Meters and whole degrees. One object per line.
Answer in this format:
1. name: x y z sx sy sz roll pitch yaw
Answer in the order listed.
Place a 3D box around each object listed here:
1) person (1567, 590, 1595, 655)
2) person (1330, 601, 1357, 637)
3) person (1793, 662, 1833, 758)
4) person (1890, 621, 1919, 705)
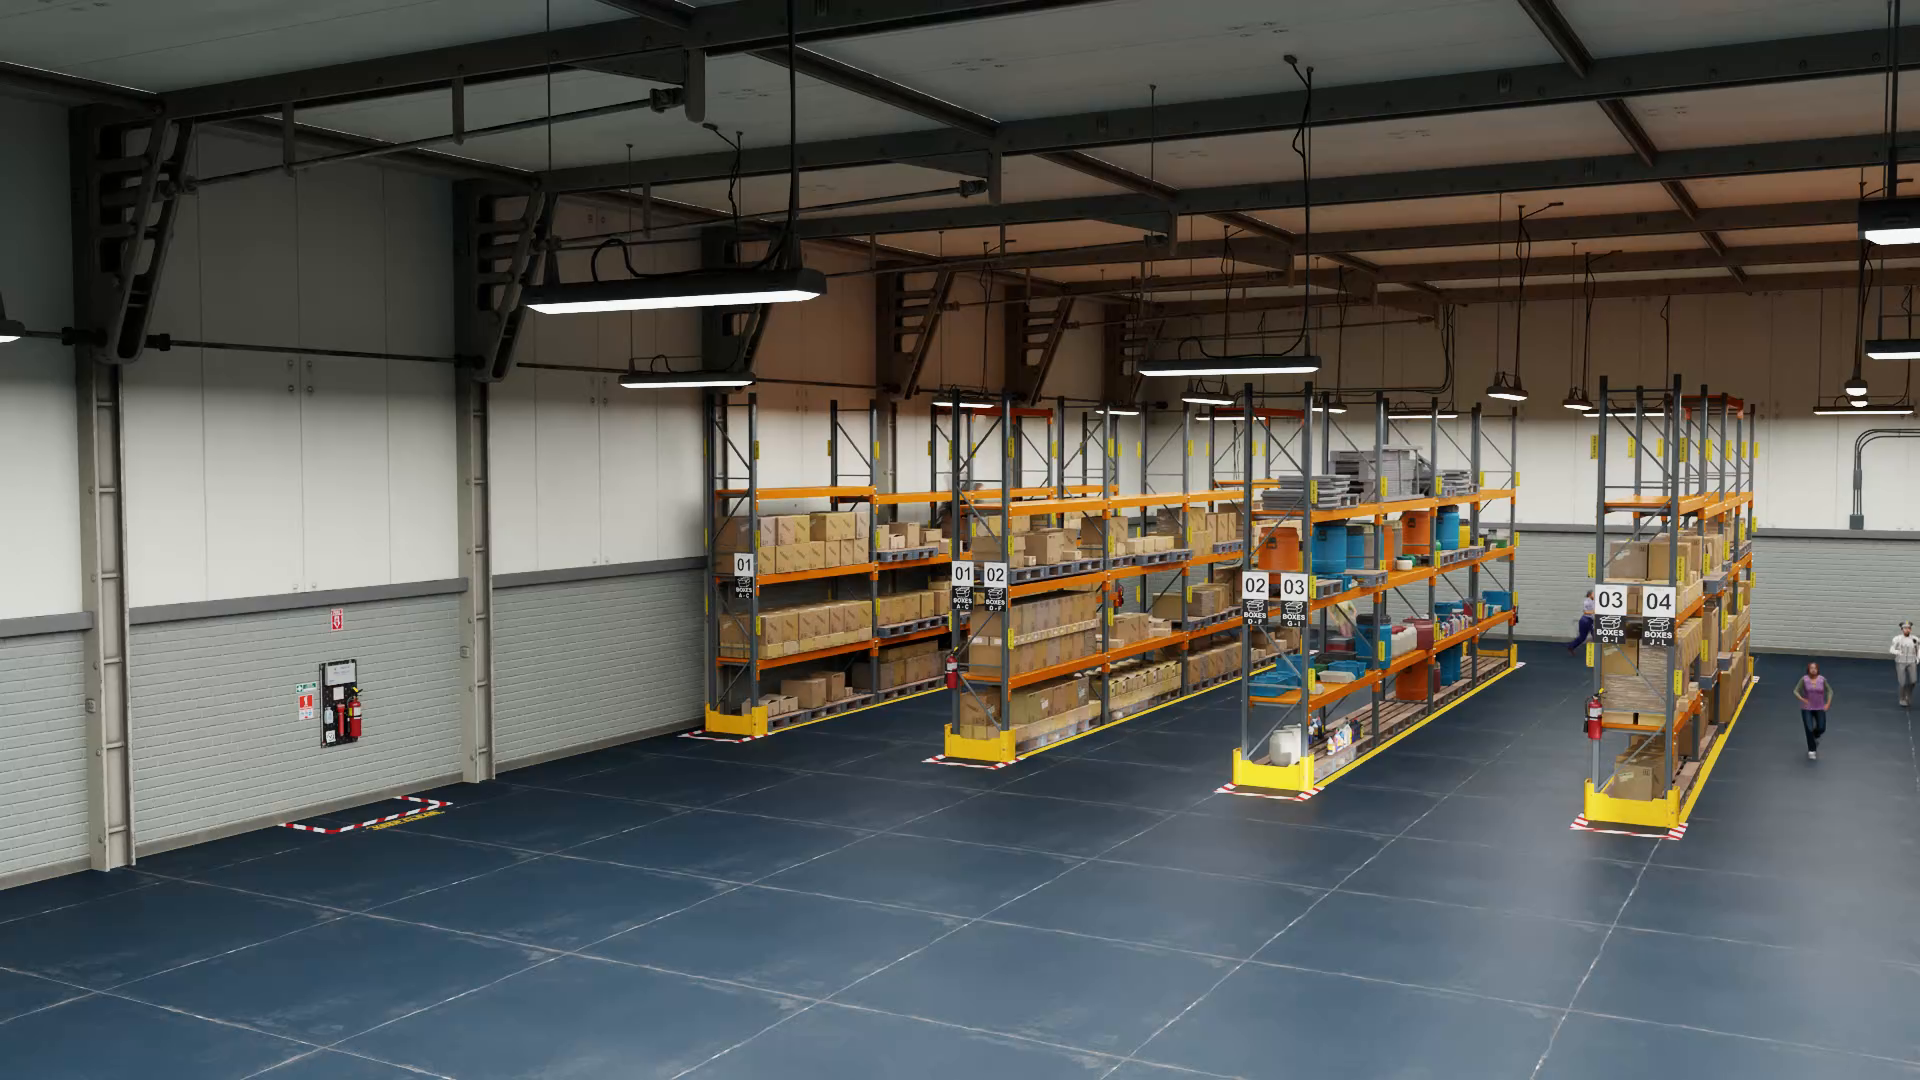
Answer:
1. person: 15.046 2.040 39.967 0.603 1.708 0.893 -3 4 -44
2. person: 9.267 2.033 40.198 0.623 1.592 0.543 1 3 14
3. person: 13.884 2.768 27.066 0.595 1.560 0.526 1 3 18
4. person: 18.467 2.408 32.410 0.601 1.657 0.566 1 3 21
